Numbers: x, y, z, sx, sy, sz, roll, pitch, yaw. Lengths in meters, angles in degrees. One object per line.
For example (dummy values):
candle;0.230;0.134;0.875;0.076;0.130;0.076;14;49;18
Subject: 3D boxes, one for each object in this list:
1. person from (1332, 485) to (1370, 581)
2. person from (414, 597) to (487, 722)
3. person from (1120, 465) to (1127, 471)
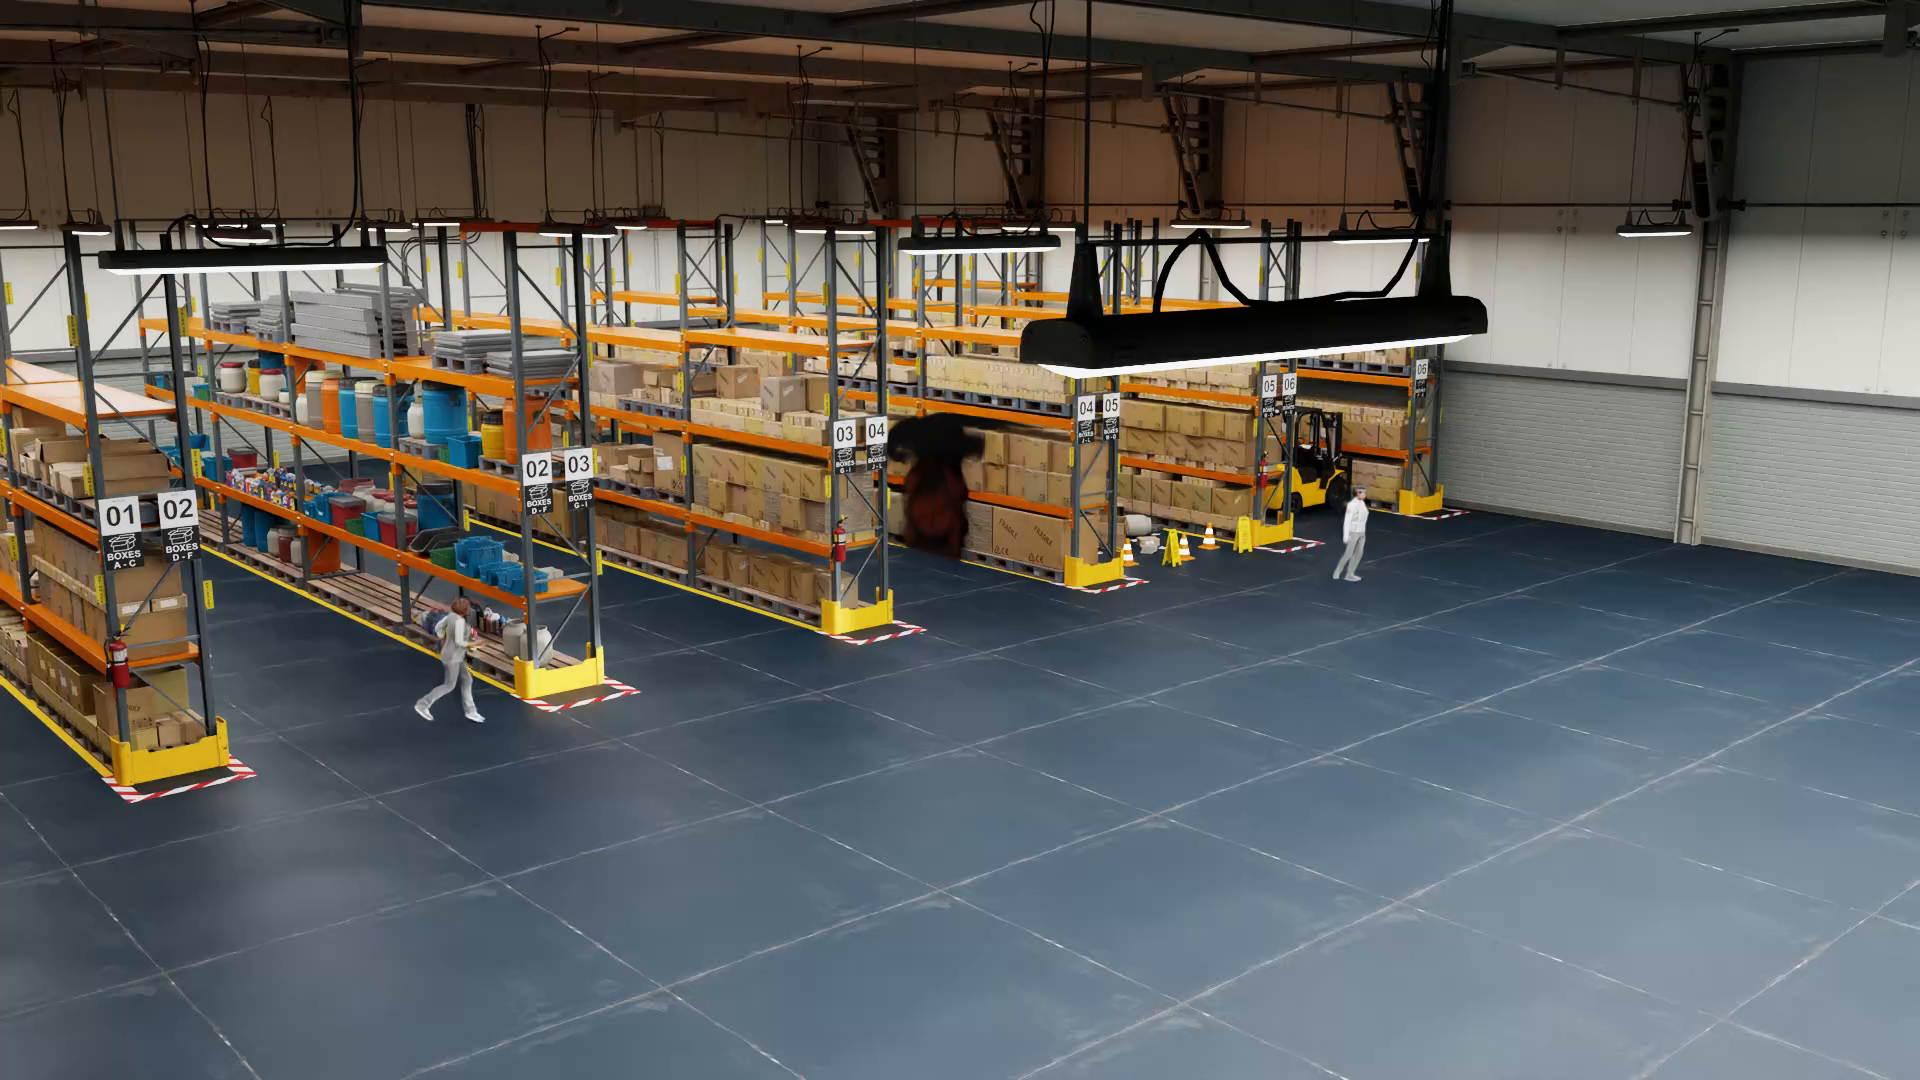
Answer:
person;6.651;-0.117;28.283;0.484;1.651;0.595;10;15;41
person;-6.291;1.505;20.491;0.904;1.611;0.510;-5;12;-22
person;3.842;-1.808;36.862;0.649;1.586;0.614;8;14;36
